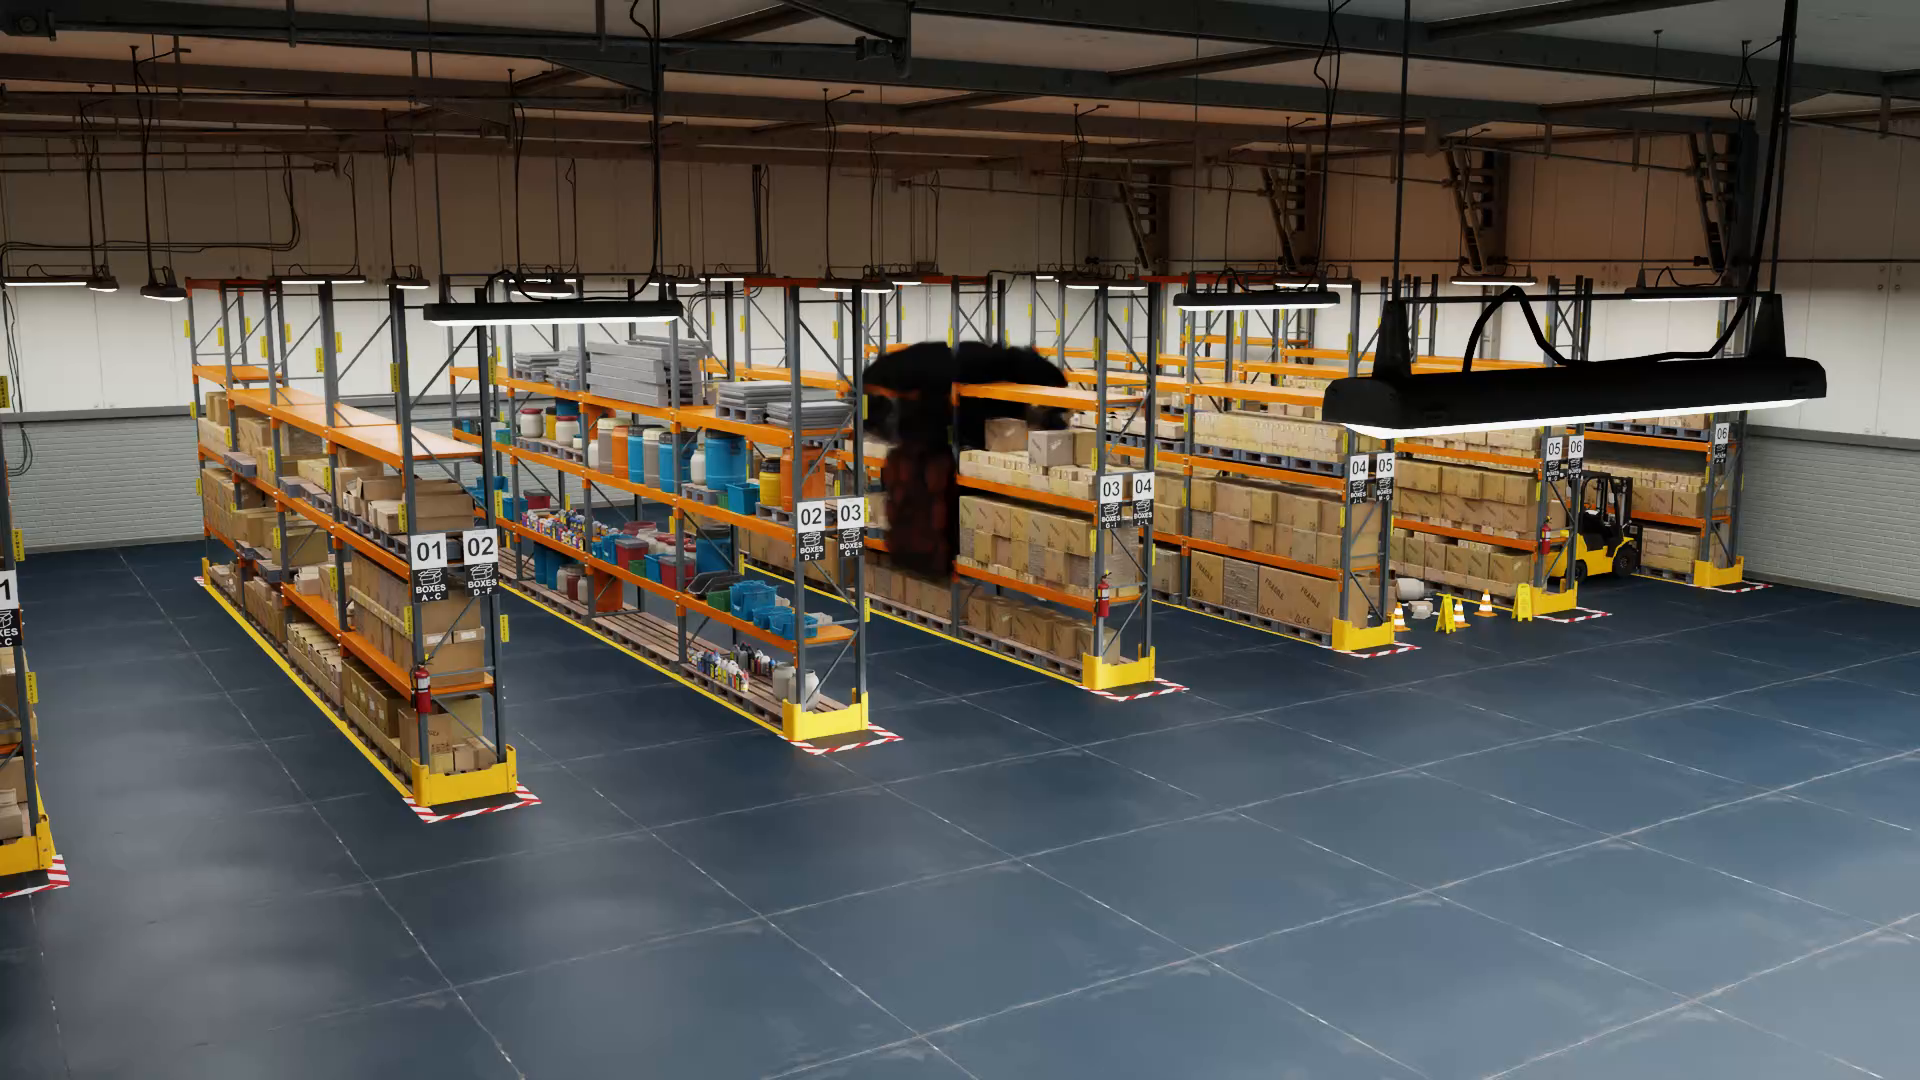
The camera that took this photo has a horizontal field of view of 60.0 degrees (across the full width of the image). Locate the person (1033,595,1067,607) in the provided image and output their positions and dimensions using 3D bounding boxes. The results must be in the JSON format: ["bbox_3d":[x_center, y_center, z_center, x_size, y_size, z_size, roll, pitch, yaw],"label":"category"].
[{"bbox_3d":[1.719,0.349,30.705,0.693,1.759,1.005,-9,13,-41],"label":"person"}]

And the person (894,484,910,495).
[{"bbox_3d":[-1.422,-1.504,41.977,0.571,1.629,0.601,1,10,6],"label":"person"}]
